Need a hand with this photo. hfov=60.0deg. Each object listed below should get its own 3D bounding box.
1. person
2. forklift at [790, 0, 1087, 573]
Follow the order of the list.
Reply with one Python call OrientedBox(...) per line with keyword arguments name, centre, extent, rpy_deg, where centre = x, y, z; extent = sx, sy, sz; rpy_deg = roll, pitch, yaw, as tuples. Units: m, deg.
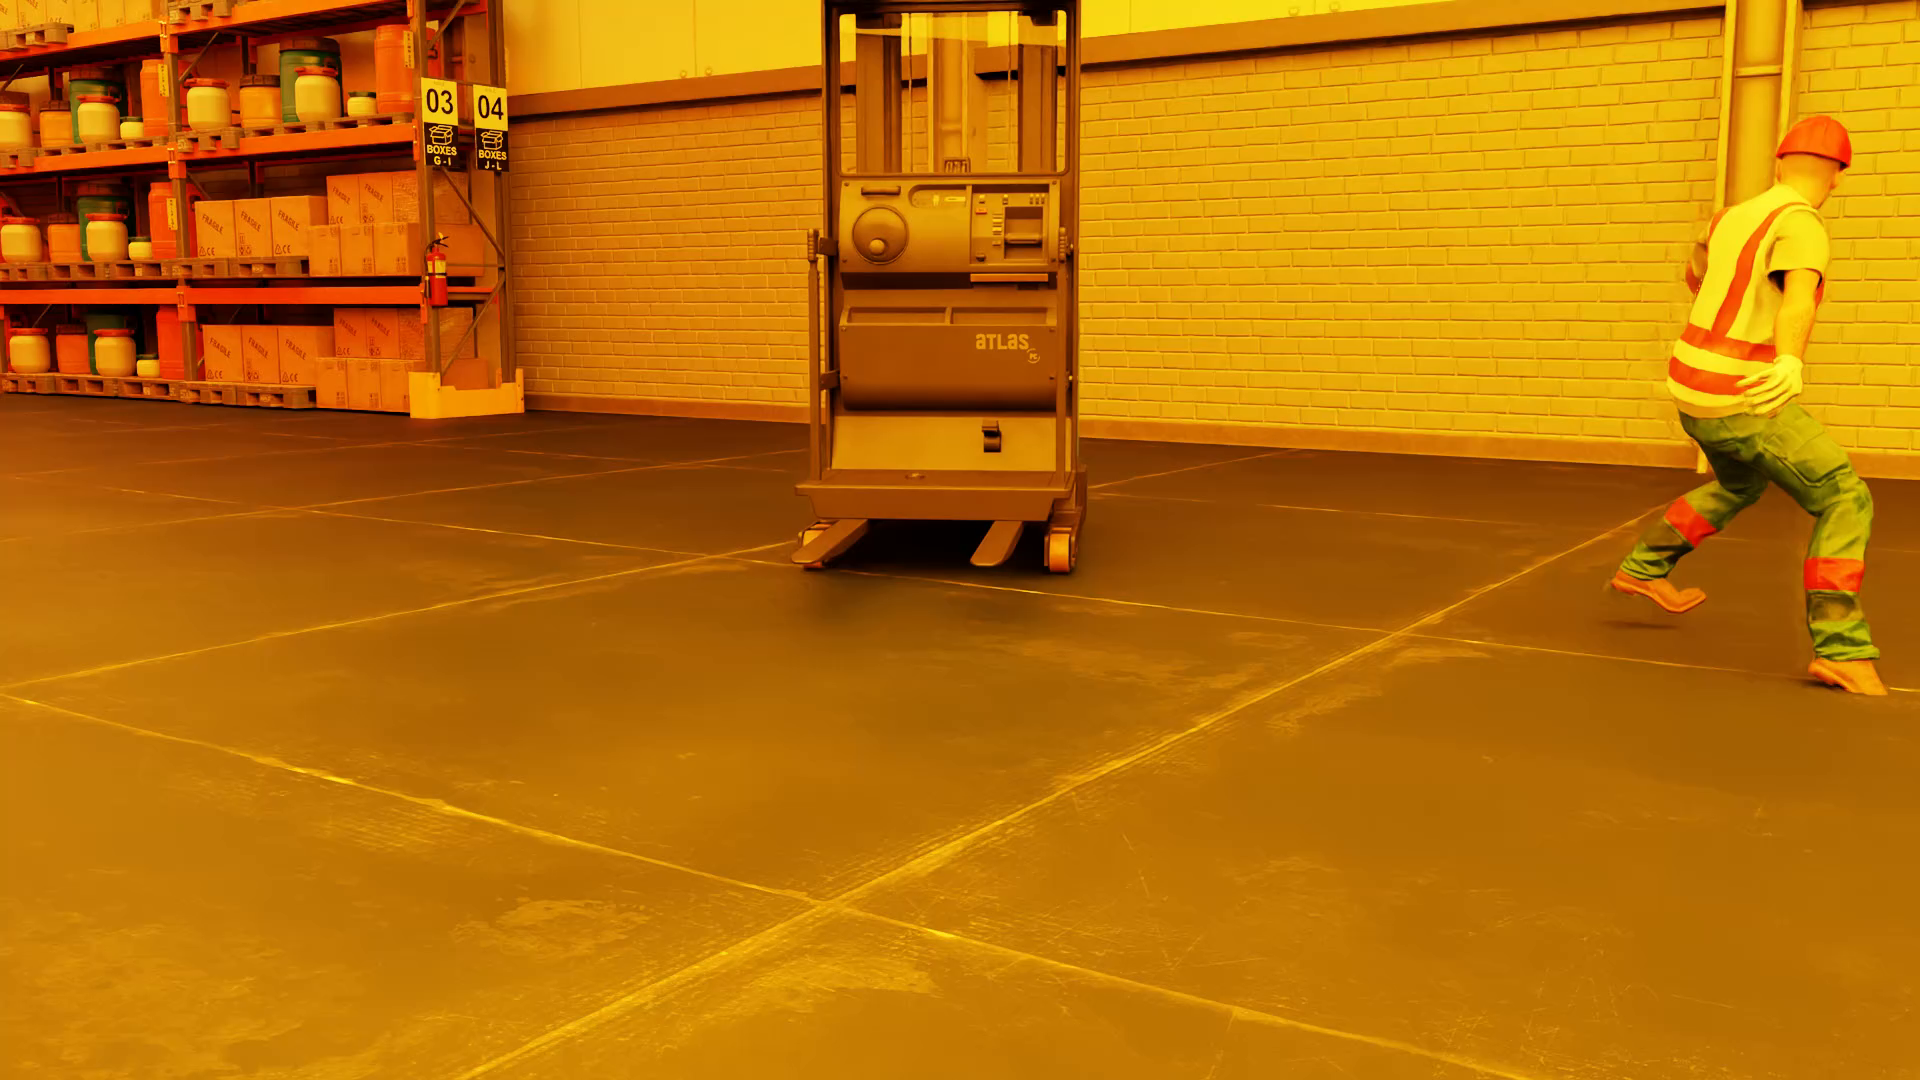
OrientedBox(name="person", centre=(2.414, -0.399, 4.966), extent=(0.568, 1.705, 1.175), rpy_deg=(1, 8, 7))
OrientedBox(name="forklift", centre=(-0.064, -1.366, 6.796), extent=(1.130, 2.935, 3.031), rpy_deg=(1, 8, 6))
